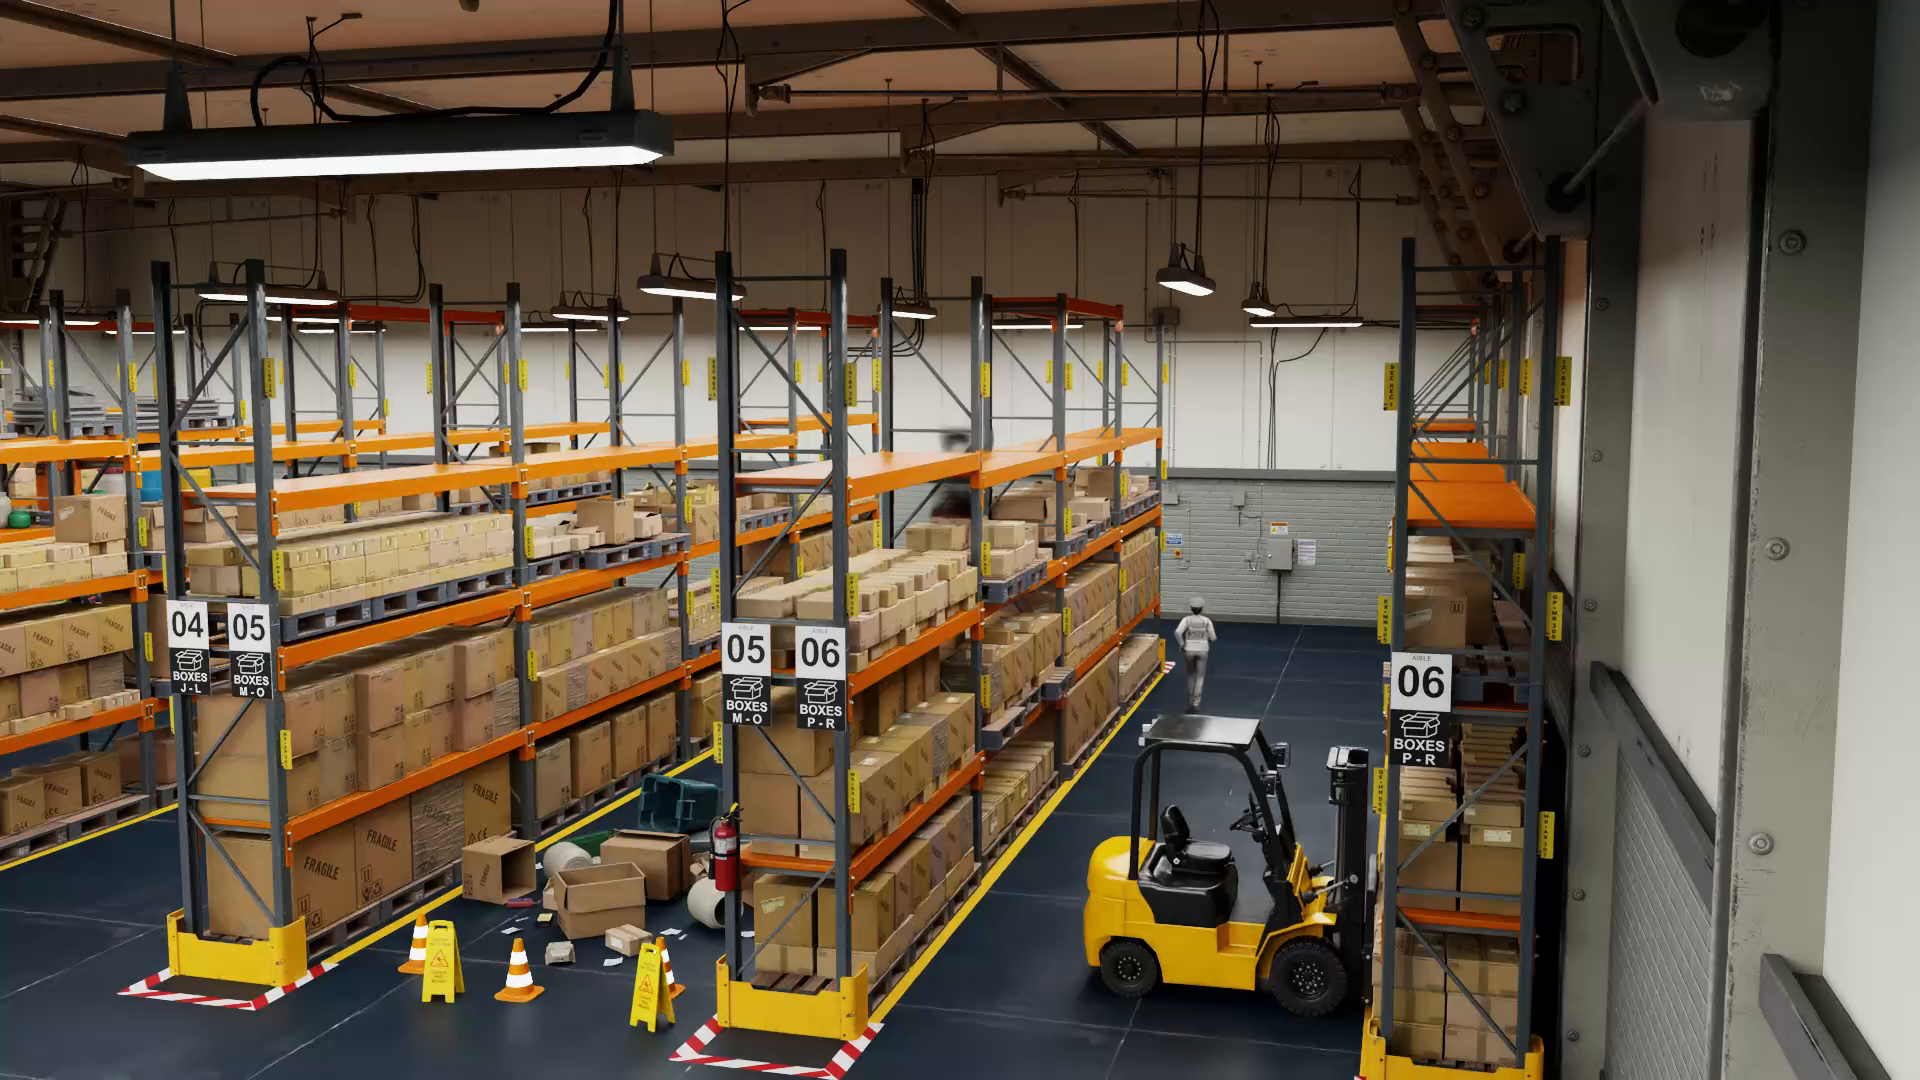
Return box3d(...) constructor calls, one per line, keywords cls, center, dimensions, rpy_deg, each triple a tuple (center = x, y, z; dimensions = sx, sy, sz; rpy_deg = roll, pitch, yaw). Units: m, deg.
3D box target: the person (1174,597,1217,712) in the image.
box3d(cls="person", center=(3.491, 1.707, 24.620), dimensions=(0.602, 1.733, 0.812), rpy_deg=(2, 6, 14))
